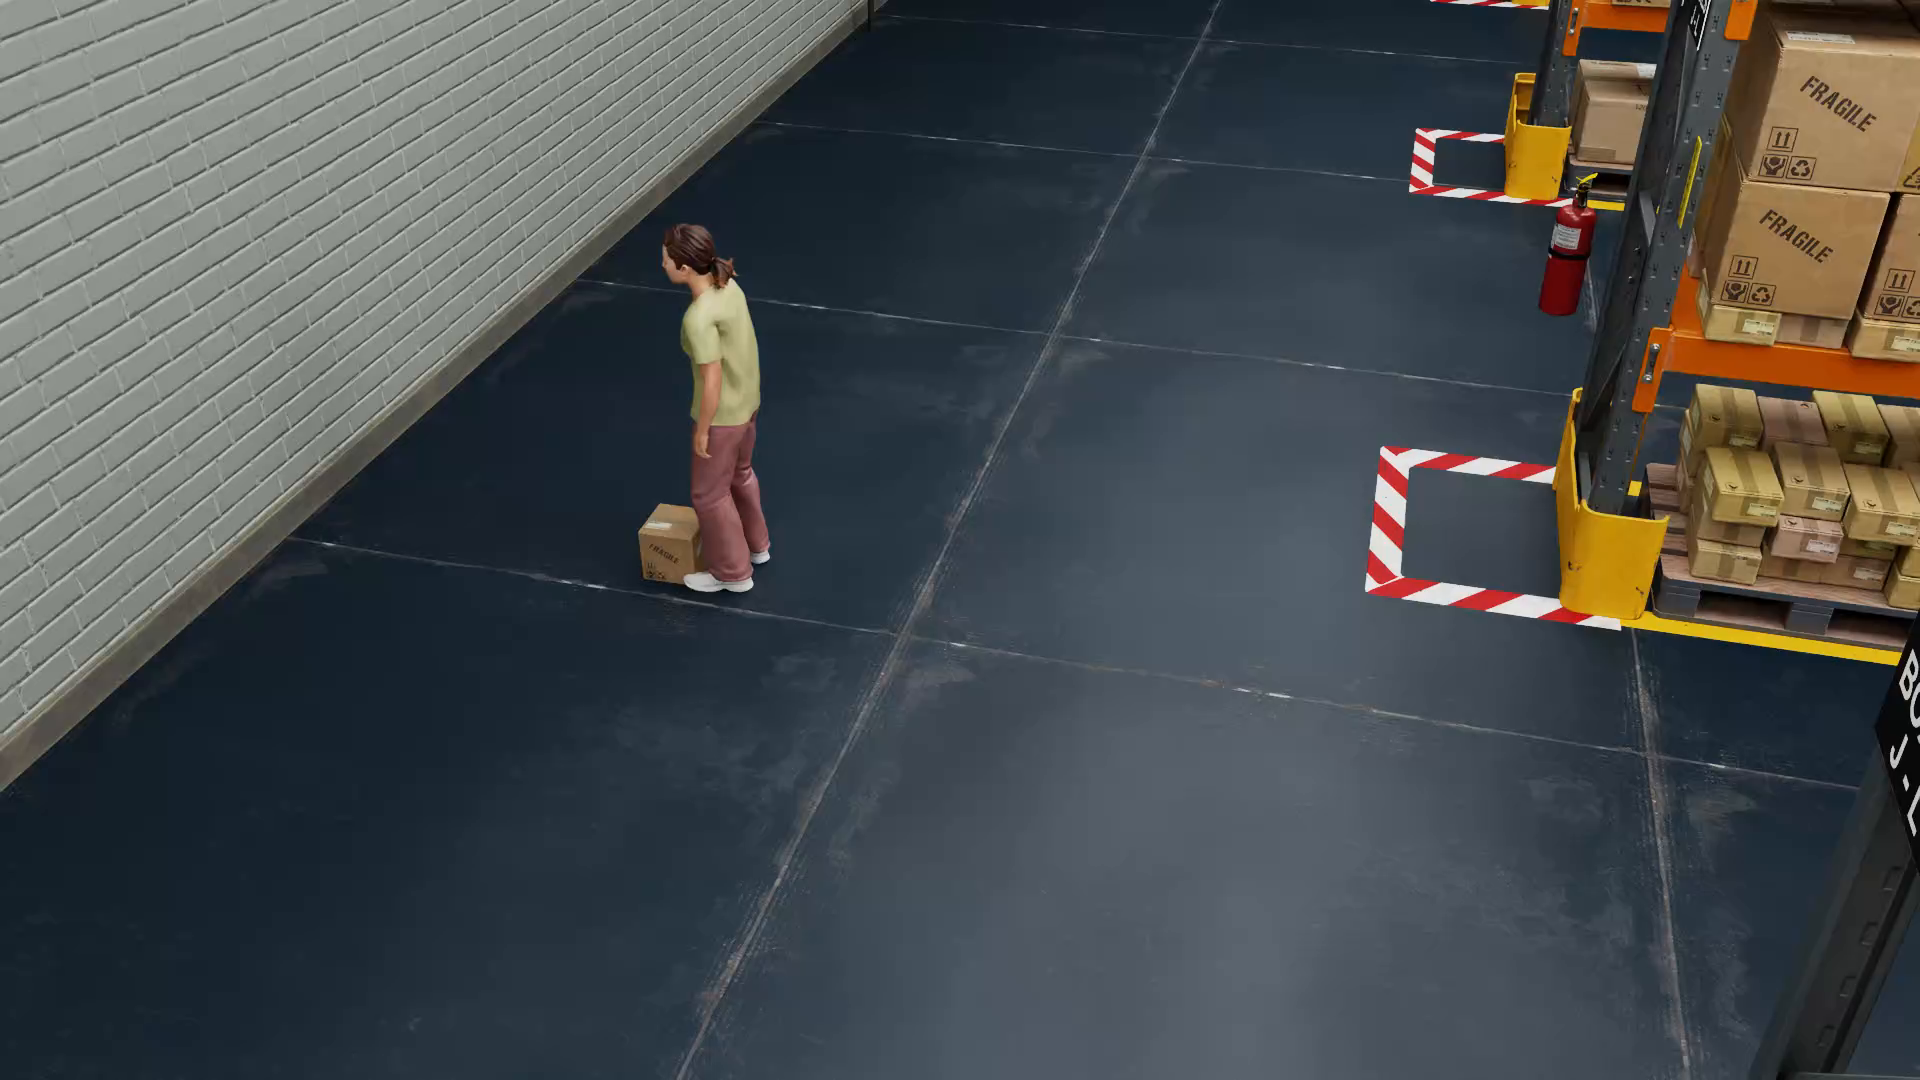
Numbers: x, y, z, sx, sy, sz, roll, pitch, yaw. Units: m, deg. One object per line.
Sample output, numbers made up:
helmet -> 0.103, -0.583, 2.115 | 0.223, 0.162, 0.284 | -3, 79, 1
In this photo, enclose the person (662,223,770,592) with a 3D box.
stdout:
person -> -1.021, -0.543, 6.978 | 0.363, 1.672, 0.521 | 6, 33, 10
